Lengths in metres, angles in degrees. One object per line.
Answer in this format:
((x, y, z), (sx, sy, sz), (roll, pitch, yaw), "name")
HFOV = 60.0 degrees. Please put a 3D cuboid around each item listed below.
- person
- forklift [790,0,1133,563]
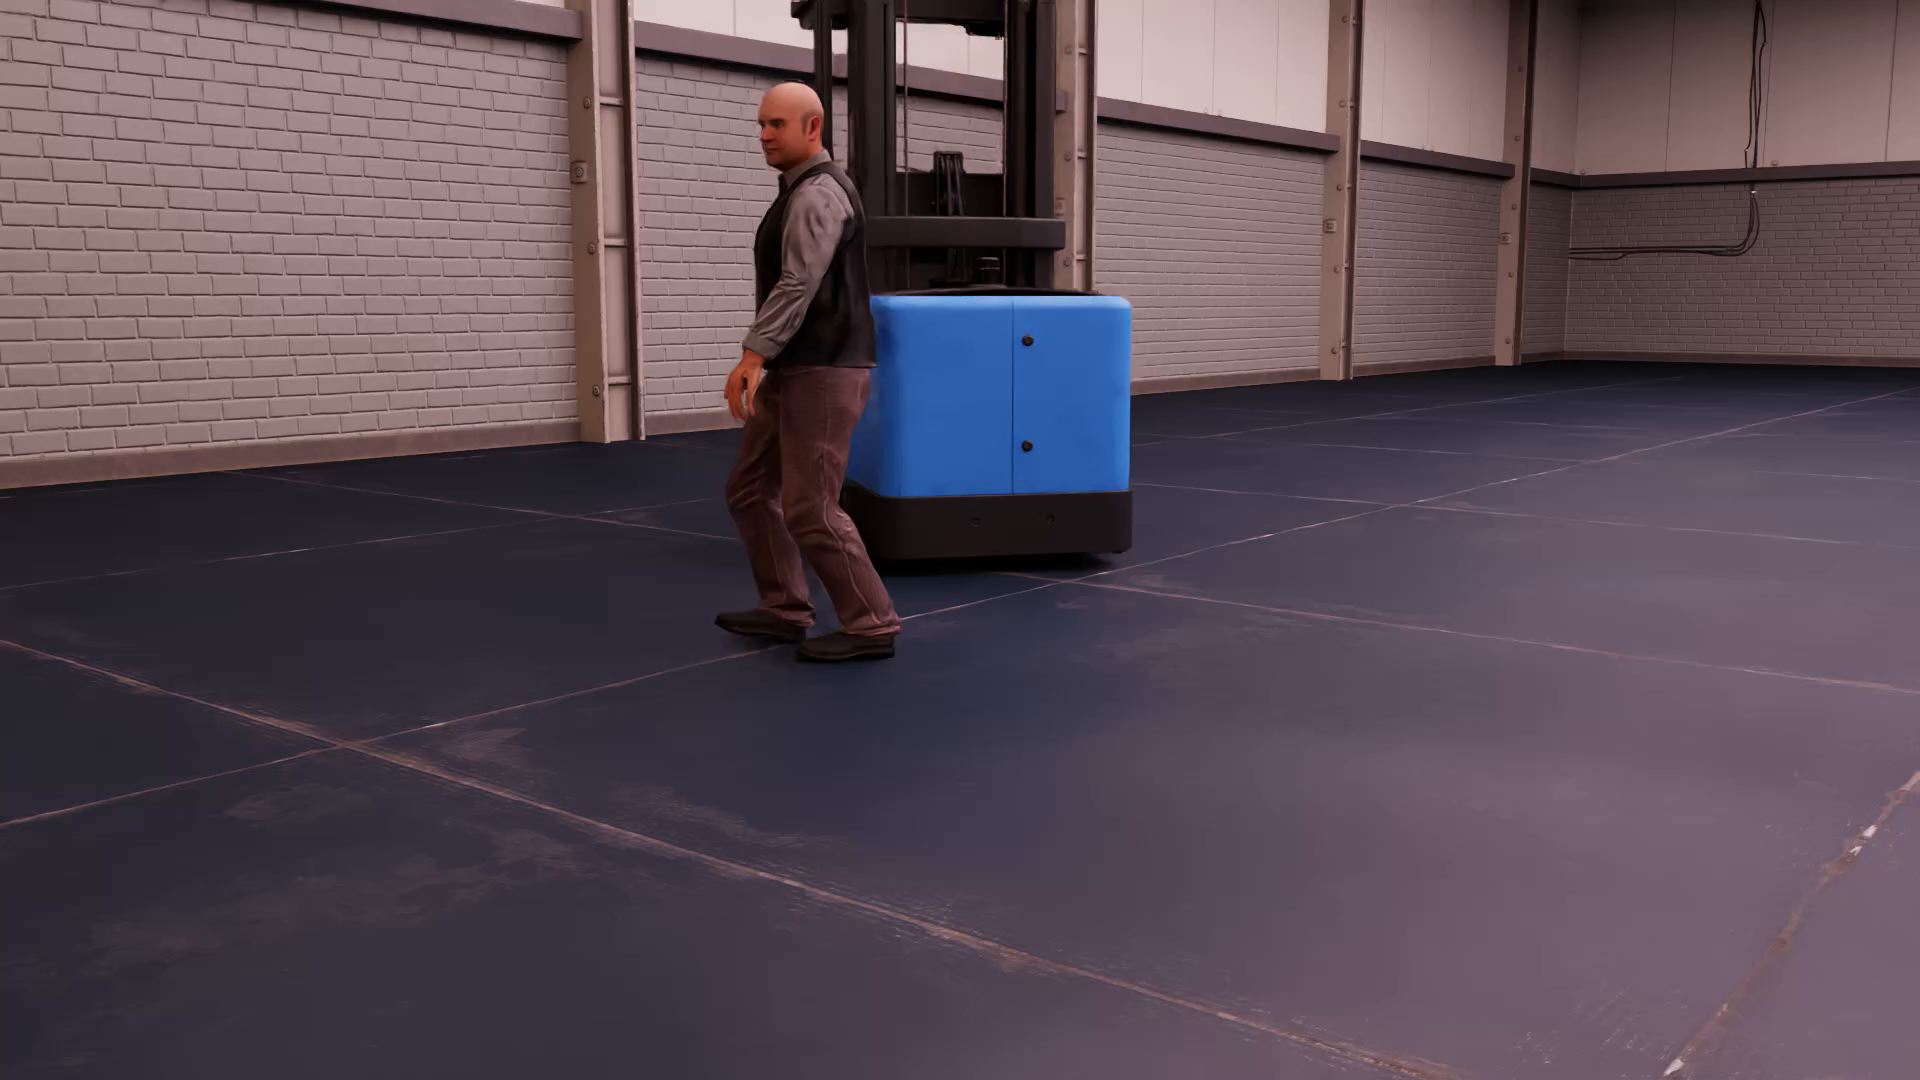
((-0.464, -0.488, 4.959), (0.532, 1.692, 0.658), (-2, 9, -15), "person")
((-0.174, -1.531, 7.746), (1.130, 2.935, 3.031), (-2, 9, -14), "forklift")
